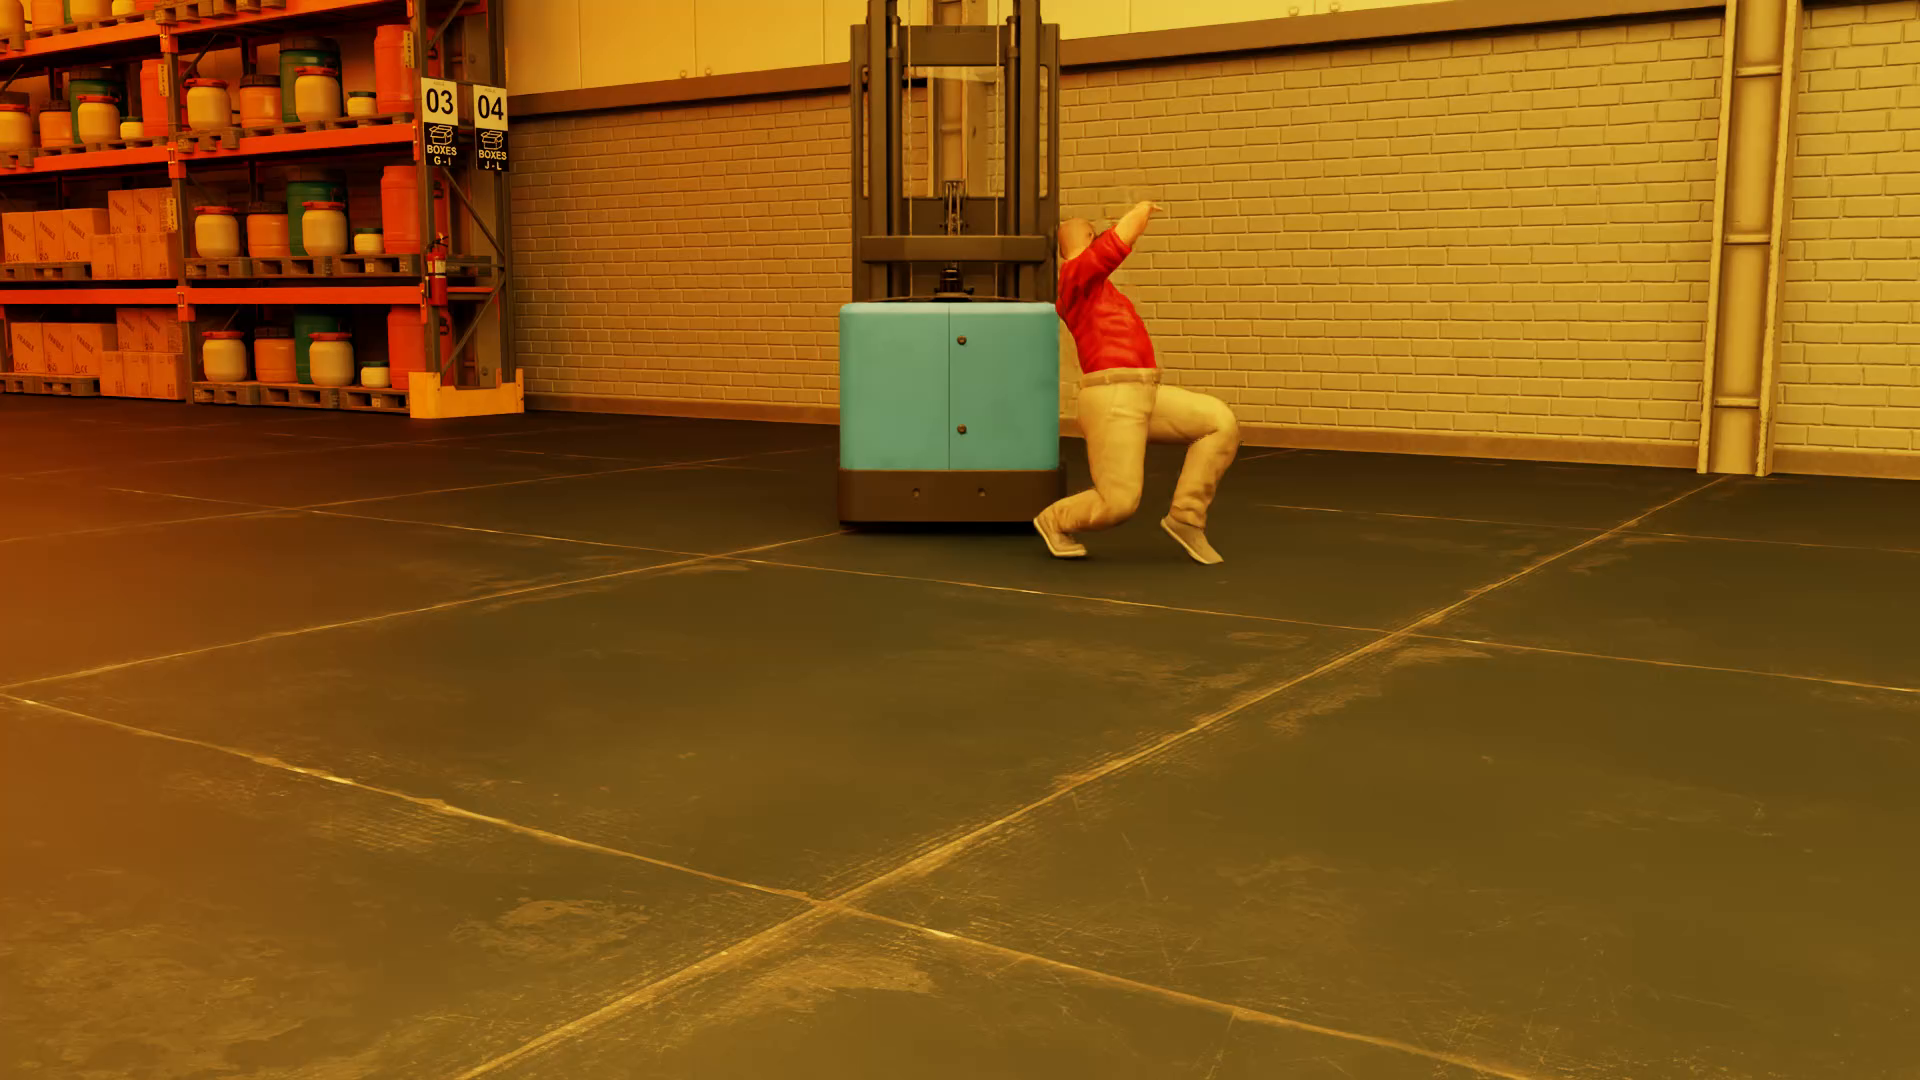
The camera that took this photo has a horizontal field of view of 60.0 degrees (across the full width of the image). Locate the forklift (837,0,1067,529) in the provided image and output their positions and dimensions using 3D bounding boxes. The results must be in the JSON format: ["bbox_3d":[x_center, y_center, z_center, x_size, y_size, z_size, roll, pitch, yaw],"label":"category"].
[{"bbox_3d":[-0.020,-1.677,8.987,1.130,2.935,3.031,0,8,1],"label":"forklift"}]

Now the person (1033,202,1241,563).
[{"bbox_3d":[0.821,-0.668,7.154,0.880,1.535,1.078,4,9,24],"label":"person"}]
